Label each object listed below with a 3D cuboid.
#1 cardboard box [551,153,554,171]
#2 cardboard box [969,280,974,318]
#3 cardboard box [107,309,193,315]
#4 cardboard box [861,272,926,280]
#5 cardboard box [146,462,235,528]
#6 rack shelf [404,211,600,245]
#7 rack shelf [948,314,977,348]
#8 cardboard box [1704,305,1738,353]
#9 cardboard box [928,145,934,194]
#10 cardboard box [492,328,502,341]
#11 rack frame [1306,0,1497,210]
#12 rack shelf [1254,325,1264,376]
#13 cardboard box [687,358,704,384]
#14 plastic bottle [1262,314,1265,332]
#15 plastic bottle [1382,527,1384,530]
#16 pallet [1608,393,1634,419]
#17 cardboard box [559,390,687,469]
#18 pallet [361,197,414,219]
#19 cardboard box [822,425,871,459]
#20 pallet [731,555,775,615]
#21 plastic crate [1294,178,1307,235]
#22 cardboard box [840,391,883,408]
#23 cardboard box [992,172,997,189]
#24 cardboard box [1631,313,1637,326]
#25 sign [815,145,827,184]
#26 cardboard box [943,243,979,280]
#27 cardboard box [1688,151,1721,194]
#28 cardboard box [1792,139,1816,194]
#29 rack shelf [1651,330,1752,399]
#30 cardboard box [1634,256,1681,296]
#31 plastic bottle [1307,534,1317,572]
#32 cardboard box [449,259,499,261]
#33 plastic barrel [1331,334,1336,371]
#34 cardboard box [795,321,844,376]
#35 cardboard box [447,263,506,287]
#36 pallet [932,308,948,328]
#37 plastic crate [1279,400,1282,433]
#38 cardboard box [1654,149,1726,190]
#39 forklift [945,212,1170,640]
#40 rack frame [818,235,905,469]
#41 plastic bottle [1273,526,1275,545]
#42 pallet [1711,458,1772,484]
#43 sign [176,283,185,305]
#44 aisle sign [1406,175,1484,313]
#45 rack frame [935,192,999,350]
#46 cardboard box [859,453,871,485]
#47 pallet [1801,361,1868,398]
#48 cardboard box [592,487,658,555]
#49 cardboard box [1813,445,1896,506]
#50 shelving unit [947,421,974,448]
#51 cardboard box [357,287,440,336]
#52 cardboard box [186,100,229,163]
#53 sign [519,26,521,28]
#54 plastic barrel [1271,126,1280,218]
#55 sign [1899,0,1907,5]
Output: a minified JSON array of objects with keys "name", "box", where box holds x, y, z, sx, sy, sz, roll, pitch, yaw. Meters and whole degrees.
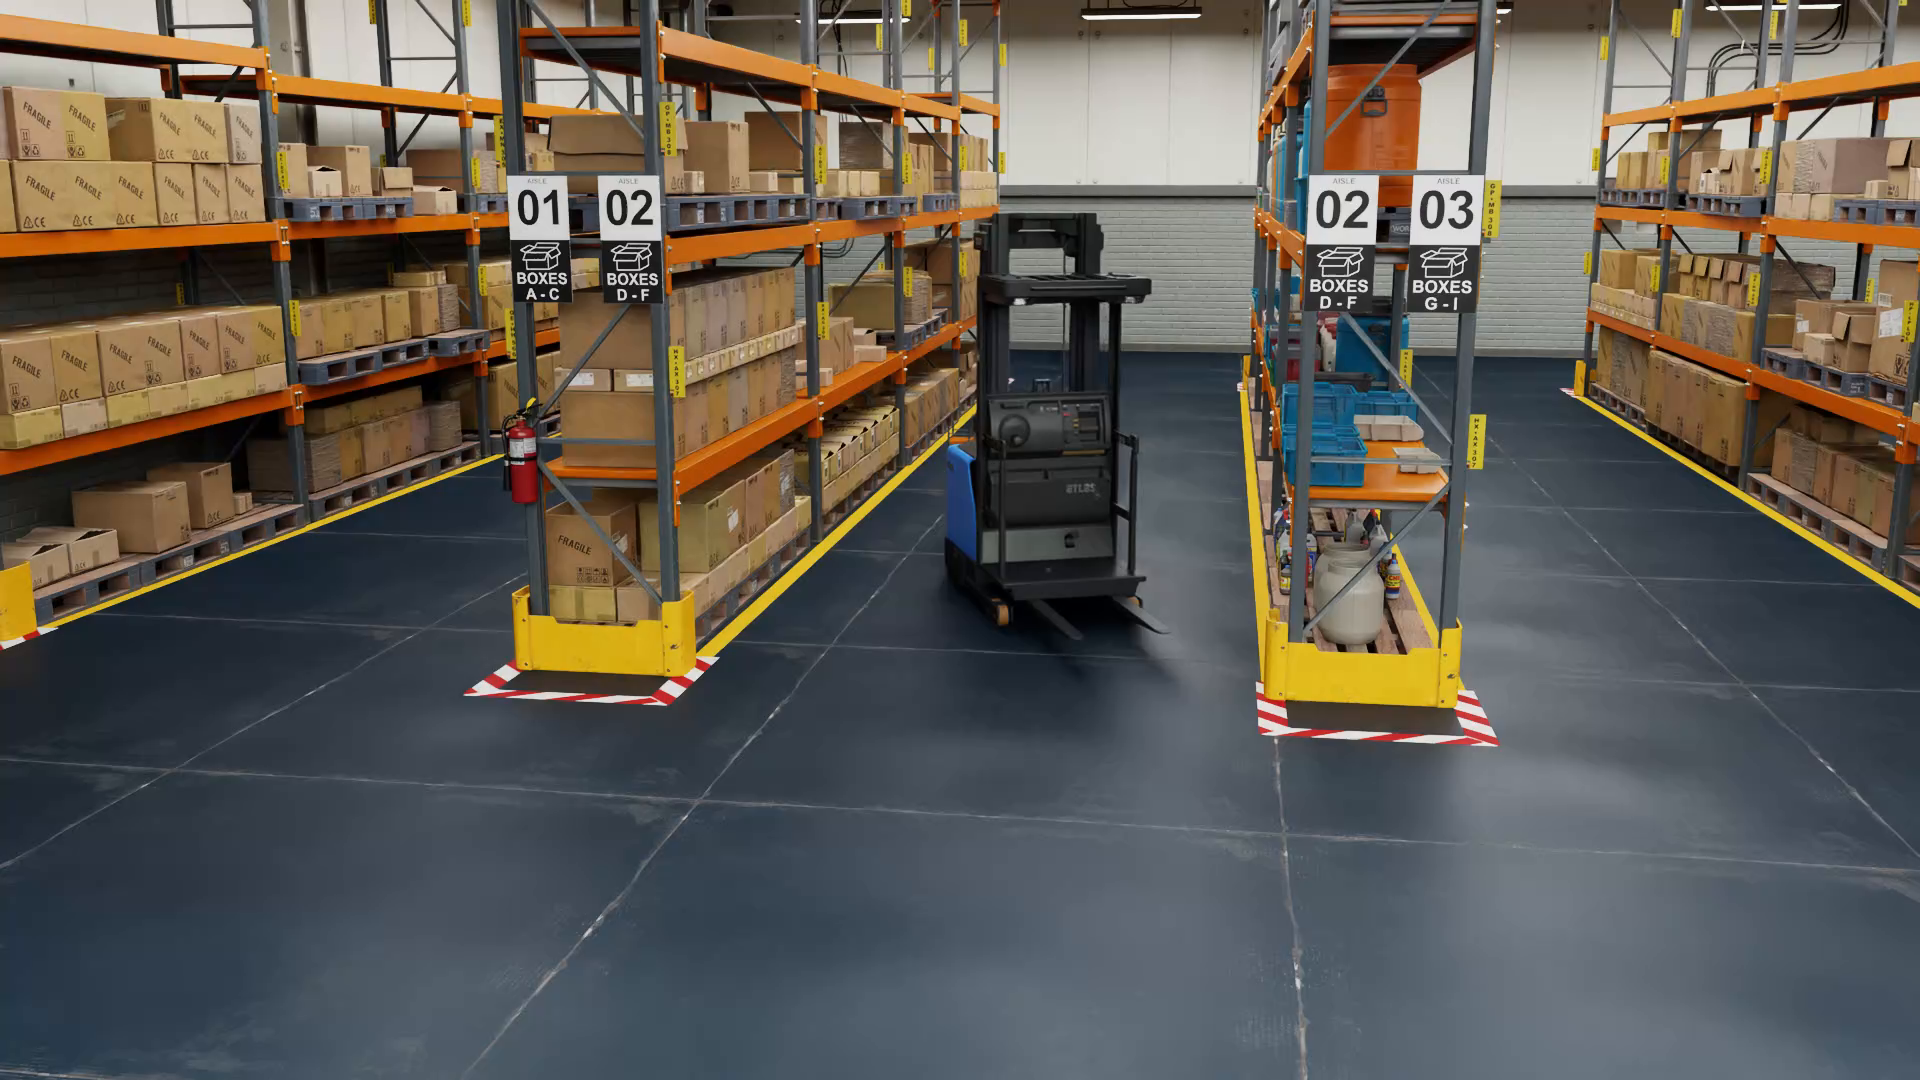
[{"name":"cardboard box","box":[-5.648,-4.840,21.929,0.700,0.500,0.500,1,12,6]},{"name":"cardboard box","box":[-0.086,-3.382,23.330,0.500,0.500,0.500,2,12,10]},{"name":"cardboard box","box":[-6.997,-1.728,14.421,0.500,0.500,0.500,2,12,8]},{"name":"cardboard box","box":[-0.846,-3.147,21.242,0.700,0.500,0.500,4,13,18]},{"name":"cardboard box","box":[-6.755,-0.400,14.617,0.500,0.500,0.500,1,12,4]},{"name":"rack shelf","box":[-5.712,-3.988,20.964,1.077,0.370,4.000,2,12,9]},{"name":"rack shelf","box":[-0.201,-3.194,24.402,1.077,0.370,4.000,2,12,9]},{"name":"cardboard box","box":[8.654,-2.346,18.524,0.500,0.500,0.500,1,12,7]},{"name":"cardboard box","box":[-0.659,-4.796,21.538,0.600,0.600,0.600,1,12,3]},{"name":"cardboard box","box":[-5.693,-2.457,19.822,0.380,0.149,0.250,2,12,9]},{"name":"rack frame","box":[2.539,-3.403,9.423,1.000,3.000,0.127,2,12,9]},{"name":"rack shelf","box":[4.077,-2.200,19.790,1.077,0.370,4.000,2,12,9]},{"name":"cardboard box","box":[-2.004,-1.179,11.567,0.380,0.149,0.250,2,12,9]},{"name":"plastic bottle","box":[3.836,-2.722,20.809,0.097,0.271,0.097,0,12,0]},{"name":"plastic bottle","box":[3.327,0.029,13.144,0.061,0.283,0.133,3,12,12]},{"name":"pallet","box":[9.659,-1.855,23.100,1.003,0.211,1.213,2,12,9]},{"name":"cardboard box","box":[-2.270,-0.777,11.242,0.700,0.500,0.500,2,12,9]},{"name":"pallet","box":[-6.278,-3.339,16.695,1.213,0.211,1.003,2,12,9]},{"name":"cardboard box","box":[-1.194,-0.997,16.700,0.500,0.311,0.500,2,12,10]},{"name":"pallet","box":[-2.088,0.318,13.017,1.003,0.211,1.213,2,12,9]},{"name":"plastic crate","box":[2.535,-2.335,11.628,0.392,0.384,0.575,2,12,9]},{"name":"cardboard box","box":[-1.212,-1.492,19.687,0.500,0.500,0.500,2,12,11]},{"name":"cardboard box","box":[0.279,-5.484,25.371,0.500,0.250,0.500,2,12,9]},{"name":"cardboard box","box":[9.121,-2.920,22.017,0.380,0.149,0.250,2,12,10]},{"name":"sign","box":[-1.191,-3.204,14.206,0.100,0.325,0.005,2,12,9]},{"name":"cardboard box","box":[0.000,-3.971,23.687,0.500,0.500,0.500,2,12,7]},{"name":"cardboard box","box":[9.200,-4.407,19.969,0.700,0.500,0.500,2,12,10]},{"name":"cardboard box","box":[8.256,-3.540,15.754,0.500,0.500,0.500,2,12,9]},{"name":"rack shelf","box":[8.971,-2.040,19.046,1.077,0.370,4.000,2,12,9]},{"name":"cardboard box","box":[9.167,-3.455,21.775,0.500,0.500,0.500,2,12,9]},{"name":"plastic bottle","box":[2.676,0.095,12.851,0.152,0.276,0.135,2,12,9]},{"name":"cardboard box","box":[-6.041,-3.344,20.621,0.500,0.250,0.500,2,12,7]},{"name":"plastic barrel","box":[3.518,-1.561,14.796,0.433,0.535,0.433,0,12,0]},{"name":"cardboard box","box":[-1.447,-1.886,16.389,0.500,0.500,0.500,2,12,9]},{"name":"cardboard box","box":[-5.690,-3.119,19.577,0.500,0.250,0.500,2,12,10]},{"name":"pallet","box":[-0.740,-2.873,21.659,1.003,0.211,1.213,2,12,9]},{"name":"plastic crate","box":[2.667,-0.926,12.672,0.450,0.188,0.662,2,12,9]},{"name":"cardboard box","box":[9.340,-4.742,21.285,0.700,0.500,0.500,1,12,5]},{"name":"forklift","box":[0.720,-0.891,12.169,1.130,2.935,3.031,-3,12,-13]},{"name":"rack frame","box":[-1.124,-2.297,18.531,1.000,3.000,0.127,2,12,9]},{"name":"plastic bottle","box":[2.641,-0.056,13.729,0.097,0.201,0.097,0,12,0]},{"name":"pallet","box":[8.860,-0.774,18.082,1.003,0.211,1.213,2,12,9]},{"name":"sign","box":[-7.184,-2.207,15.366,0.100,0.325,0.005,2,12,9]},{"name":"aisle sign","box":[2.818,-1.717,9.668,0.394,0.787,0.004,2,12,9]},{"name":"rack frame","box":[0.106,-3.962,26.258,1.000,3.000,0.127,2,12,9]},{"name":"cardboard box","box":[-1.196,-0.721,16.751,0.500,0.250,0.500,2,12,10]},{"name":"pallet","box":[8.400,-1.468,15.140,1.003,0.211,1.213,2,12,9]},{"name":"cardboard box","box":[-2.427,-0.189,12.501,0.500,0.500,0.500,2,12,9]},{"name":"cardboard box","box":[8.427,-0.594,15.518,0.700,0.500,0.500,3,13,13]},{"name":"shelving unit","box":[0.008,-0.524,14.934,0.215,1.050,0.252,2,12,9]},{"name":"cardboard box","box":[-6.141,-2.505,18.216,0.700,0.500,0.500,1,12,3]},{"name":"cardboard box","box":[-6.518,-3.410,13.916,0.500,0.500,0.500,3,12,12]},{"name":"sign","box":[-5.949,-6.779,22.496,0.100,0.325,0.005,2,12,9]},{"name":"plastic barrel","box":[3.429,-3.683,16.653,0.600,0.901,0.600,0,12,0]},{"name":"sign","box":[9.201,-5.388,16.227,0.100,0.325,0.005,2,12,9]}]
